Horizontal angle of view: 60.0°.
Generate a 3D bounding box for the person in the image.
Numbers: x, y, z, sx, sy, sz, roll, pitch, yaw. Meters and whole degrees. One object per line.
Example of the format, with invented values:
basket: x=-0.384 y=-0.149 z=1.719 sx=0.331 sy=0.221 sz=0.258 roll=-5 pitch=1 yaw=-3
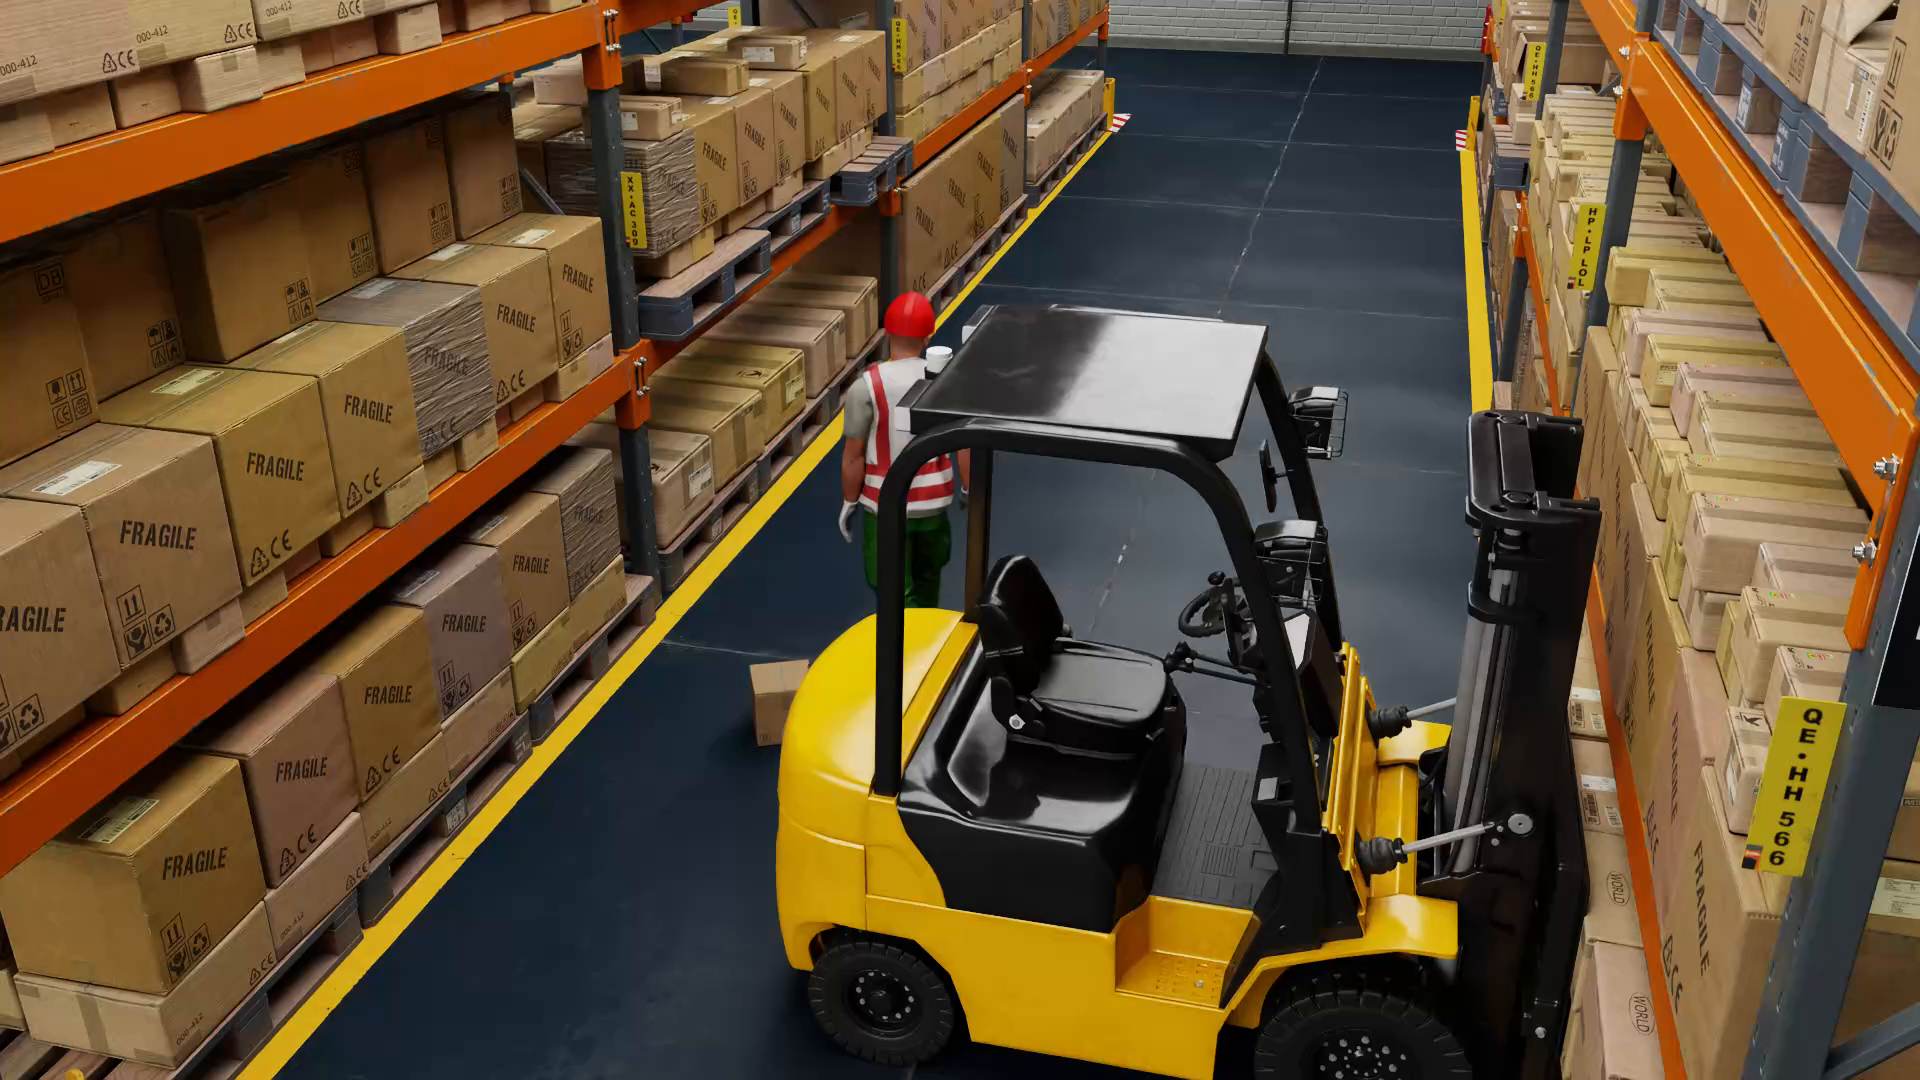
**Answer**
person: x=-0.207 y=-0.151 z=6.910 sx=0.608 sy=1.790 sz=0.629 roll=-10 pitch=27 yaw=-20
